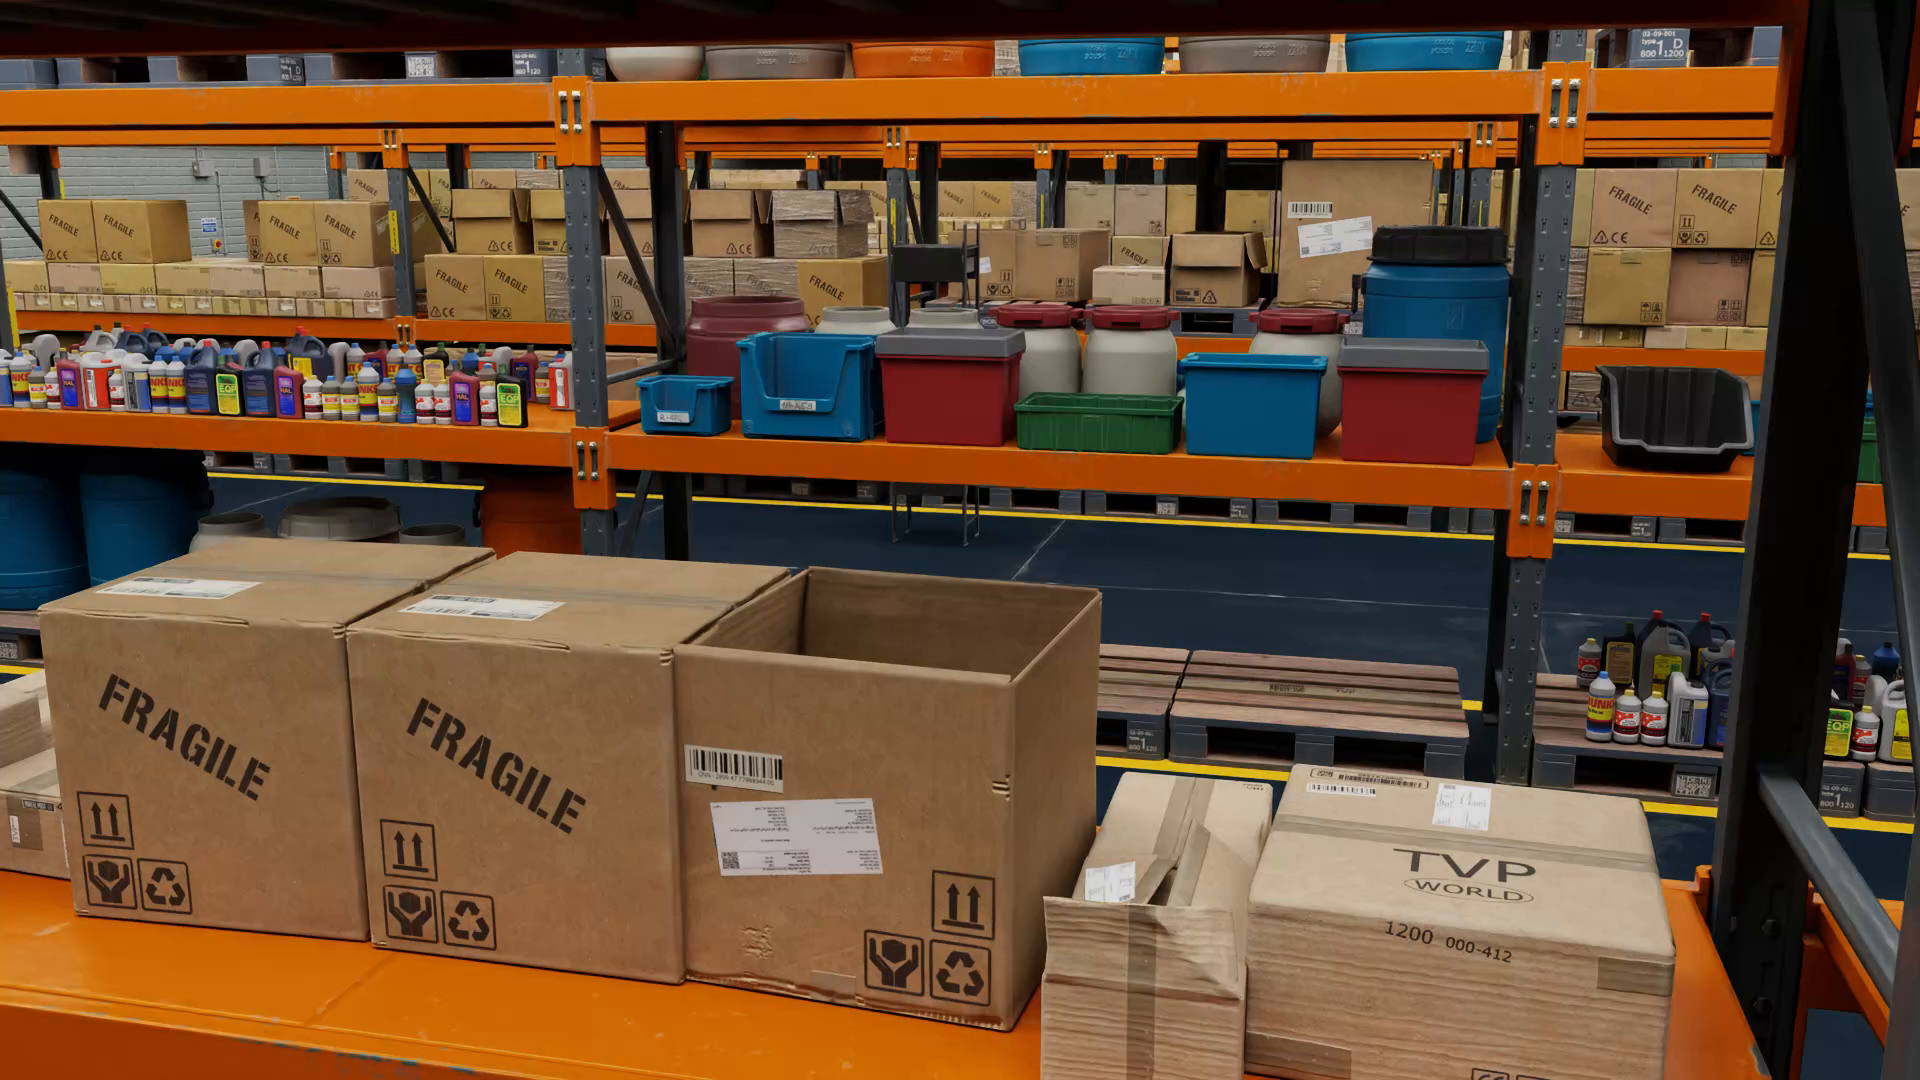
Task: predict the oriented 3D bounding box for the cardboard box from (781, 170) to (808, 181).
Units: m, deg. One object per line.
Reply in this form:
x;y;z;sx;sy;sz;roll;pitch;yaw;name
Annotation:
-2.229;-4.912;22.413;0.250;0.149;0.380;3;13;12;cardboard box

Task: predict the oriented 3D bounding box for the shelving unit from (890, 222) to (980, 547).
-0.161;-1.034;11.045;0.503;2.100;0.431;3;13;14;shelving unit

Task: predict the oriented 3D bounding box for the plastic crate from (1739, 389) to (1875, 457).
3.491;-0.496;6.888;0.616;0.251;0.499;3;13;14;plastic crate

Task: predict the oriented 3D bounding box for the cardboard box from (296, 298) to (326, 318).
-5.102;-1.877;13.347;0.250;0.149;0.380;3;13;13;cardboard box

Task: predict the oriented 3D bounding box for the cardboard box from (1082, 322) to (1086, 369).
1.511;-1.912;17.151;0.750;0.750;1.050;3;13;13;cardboard box

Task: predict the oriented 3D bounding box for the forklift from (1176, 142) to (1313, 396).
2.588;-2.098;13.925;1.130;2.935;3.031;7;14;27;forklift

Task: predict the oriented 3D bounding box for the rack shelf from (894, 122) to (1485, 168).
1.597;-2.828;11.788;4.000;0.370;1.077;3;13;14;rack shelf

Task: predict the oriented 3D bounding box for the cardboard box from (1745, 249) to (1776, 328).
5.423;-1.695;11.033;0.500;0.500;0.875;3;13;14;cardboard box

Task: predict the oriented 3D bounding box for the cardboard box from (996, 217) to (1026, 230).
0.535;-3.294;17.391;0.250;0.149;0.380;3;13;14;cardboard box

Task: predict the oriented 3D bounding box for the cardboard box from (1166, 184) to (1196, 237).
2.365;-3.315;16.712;0.500;0.500;0.700;3;13;13;cardboard box

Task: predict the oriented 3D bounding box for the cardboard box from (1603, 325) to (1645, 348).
4.409;-1.380;11.107;0.250;0.149;0.380;3;13;14;cardboard box

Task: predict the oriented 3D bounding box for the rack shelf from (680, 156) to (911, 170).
-2.610;-6.371;27.758;4.000;0.370;1.077;3;13;14;rack shelf

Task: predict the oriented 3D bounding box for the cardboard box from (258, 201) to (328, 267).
-5.224;-2.458;13.317;0.500;0.500;0.500;3;13;14;cardboard box

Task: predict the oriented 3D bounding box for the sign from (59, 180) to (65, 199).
-7.969;-3.028;14.734;0.005;0.325;0.100;3;13;14;sign

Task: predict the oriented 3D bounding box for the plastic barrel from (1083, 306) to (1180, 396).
0.763;-0.769;7.462;0.433;0.535;0.433;0;13;0;plastic barrel

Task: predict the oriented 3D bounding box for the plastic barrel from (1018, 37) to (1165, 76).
0.536;-2.327;6.713;0.708;0.901;0.600;3;13;14;plastic barrel

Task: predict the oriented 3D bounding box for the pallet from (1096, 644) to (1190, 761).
0.392;0.697;7.605;1.213;0.211;1.003;3;13;14;pallet

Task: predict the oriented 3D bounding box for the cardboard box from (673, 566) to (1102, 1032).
-0.092;0.353;2.487;0.500;0.500;0.500;4;13;18;cardboard box

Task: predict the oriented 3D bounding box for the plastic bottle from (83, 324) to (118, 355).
-4.479;-0.951;8.708;0.185;0.351;0.144;3;13;14;plastic bottle

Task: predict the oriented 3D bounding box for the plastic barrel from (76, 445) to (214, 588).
-4.204;-0.096;8.617;0.708;0.901;0.600;3;13;14;plastic barrel

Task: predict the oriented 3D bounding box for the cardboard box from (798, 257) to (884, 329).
-0.884;-1.840;12.373;0.500;0.500;0.500;3;13;15;cardboard box

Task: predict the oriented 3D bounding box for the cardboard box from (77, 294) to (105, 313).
-7.095;-1.983;13.828;0.250;0.149;0.380;3;13;13;cardboard box

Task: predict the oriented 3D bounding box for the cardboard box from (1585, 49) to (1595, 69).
4.055;-3.115;10.850;0.250;0.149;0.380;2;13;11;cardboard box

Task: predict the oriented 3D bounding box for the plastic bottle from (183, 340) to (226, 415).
-3.590;-0.777;7.923;0.185;0.351;0.144;3;13;14;plastic bottle

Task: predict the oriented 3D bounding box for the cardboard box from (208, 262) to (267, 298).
-5.719;-2.118;13.515;0.500;0.250;0.500;3;13;15;cardboard box

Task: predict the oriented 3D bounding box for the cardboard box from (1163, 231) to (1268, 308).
1.833;-1.937;11.829;0.637;0.503;0.797;4;13;19;cardboard box

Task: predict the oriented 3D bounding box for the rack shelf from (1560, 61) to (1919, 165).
4.293;-1.578;6.158;4.000;0.370;1.077;3;13;14;rack shelf

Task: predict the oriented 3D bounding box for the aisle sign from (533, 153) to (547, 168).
-5.877;-5.529;23.228;0.004;0.787;0.394;3;13;14;aisle sign

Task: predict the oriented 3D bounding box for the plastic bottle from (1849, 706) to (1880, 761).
3.488;0.741;6.414;0.097;0.201;0.097;0;13;0;plastic bottle

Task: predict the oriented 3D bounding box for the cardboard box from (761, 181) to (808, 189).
-2.379;-4.613;22.561;0.500;0.500;0.500;3;13;13;cardboard box

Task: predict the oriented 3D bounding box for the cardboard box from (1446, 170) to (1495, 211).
6.288;-4.308;20.501;0.500;0.500;0.700;3;13;13;cardboard box

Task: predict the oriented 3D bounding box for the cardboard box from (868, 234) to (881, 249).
-0.900;-3.080;17.114;0.250;0.149;0.380;3;13;15;cardboard box

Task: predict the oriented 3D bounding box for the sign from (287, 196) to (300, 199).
-10.787;-5.441;26.928;0.001;0.242;0.339;3;13;14;sign

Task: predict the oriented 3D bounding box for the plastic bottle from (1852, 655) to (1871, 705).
3.824;0.592;7.087;0.097;0.201;0.097;0;13;0;plastic bottle

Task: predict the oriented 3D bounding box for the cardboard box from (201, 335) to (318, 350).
-5.724;-1.291;14.064;0.875;0.875;0.875;3;13;14;cardboard box

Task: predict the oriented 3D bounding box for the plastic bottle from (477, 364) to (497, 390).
-2.336;-0.767;8.223;0.097;0.201;0.097;0;13;0;plastic bottle

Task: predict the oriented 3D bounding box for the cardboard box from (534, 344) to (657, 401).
-2.735;-1.118;13.285;0.875;0.875;1.225;3;13;12;cardboard box

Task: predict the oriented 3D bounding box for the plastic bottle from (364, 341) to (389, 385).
-2.985;-0.880;8.542;0.133;0.283;0.061;3;13;14;plastic bottle

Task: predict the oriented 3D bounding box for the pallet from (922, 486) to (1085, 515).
0.413;-0.416;12.621;1.213;0.211;1.003;3;13;14;pallet

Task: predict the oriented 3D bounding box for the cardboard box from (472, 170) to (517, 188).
-4.967;-3.792;18.173;0.500;0.500;0.500;3;13;12;cardboard box

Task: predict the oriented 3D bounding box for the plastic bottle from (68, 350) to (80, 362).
-4.721;-0.915;8.890;0.097;0.201;0.097;0;13;0;plastic bottle

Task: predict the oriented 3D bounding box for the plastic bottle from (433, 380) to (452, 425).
-2.358;-0.633;7.619;0.097;0.201;0.097;0;13;0;plastic bottle

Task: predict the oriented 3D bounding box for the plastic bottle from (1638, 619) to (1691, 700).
3.011;0.513;7.098;0.185;0.351;0.144;3;13;14;plastic bottle

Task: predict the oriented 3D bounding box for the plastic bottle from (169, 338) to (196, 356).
-4.111;-0.926;8.769;0.135;0.276;0.152;3;13;14;plastic bottle

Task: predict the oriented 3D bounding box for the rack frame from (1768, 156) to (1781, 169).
9.796;-3.487;20.025;0.127;3.000;1.000;3;13;14;rack frame

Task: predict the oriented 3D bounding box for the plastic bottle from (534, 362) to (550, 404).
-2.075;-0.787;8.314;0.097;0.201;0.097;0;13;0;plastic bottle

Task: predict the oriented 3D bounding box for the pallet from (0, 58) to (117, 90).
-4.631;-2.336;8.349;1.003;0.211;1.213;3;13;14;pallet

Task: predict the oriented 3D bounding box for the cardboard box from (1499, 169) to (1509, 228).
4.041;-2.327;11.572;0.500;0.500;0.500;3;13;14;cardboard box

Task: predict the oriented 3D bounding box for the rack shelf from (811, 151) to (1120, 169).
0.088;-5.119;22.117;4.000;0.370;1.077;3;13;14;rack shelf

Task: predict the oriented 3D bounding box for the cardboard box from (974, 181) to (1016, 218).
0.484;-4.463;21.885;0.500;0.500;0.500;3;13;14;cardboard box

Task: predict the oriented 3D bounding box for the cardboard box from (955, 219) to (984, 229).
0.112;-3.171;16.839;0.250;0.149;0.380;3;13;13;cardboard box

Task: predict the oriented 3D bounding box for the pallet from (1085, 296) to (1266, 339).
1.587;-1.630;12.100;1.213;0.211;1.003;3;13;14;pallet

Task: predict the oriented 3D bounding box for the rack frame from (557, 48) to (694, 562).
-1.532;-0.777;7.809;0.127;3.000;1.000;3;13;14;rack frame
